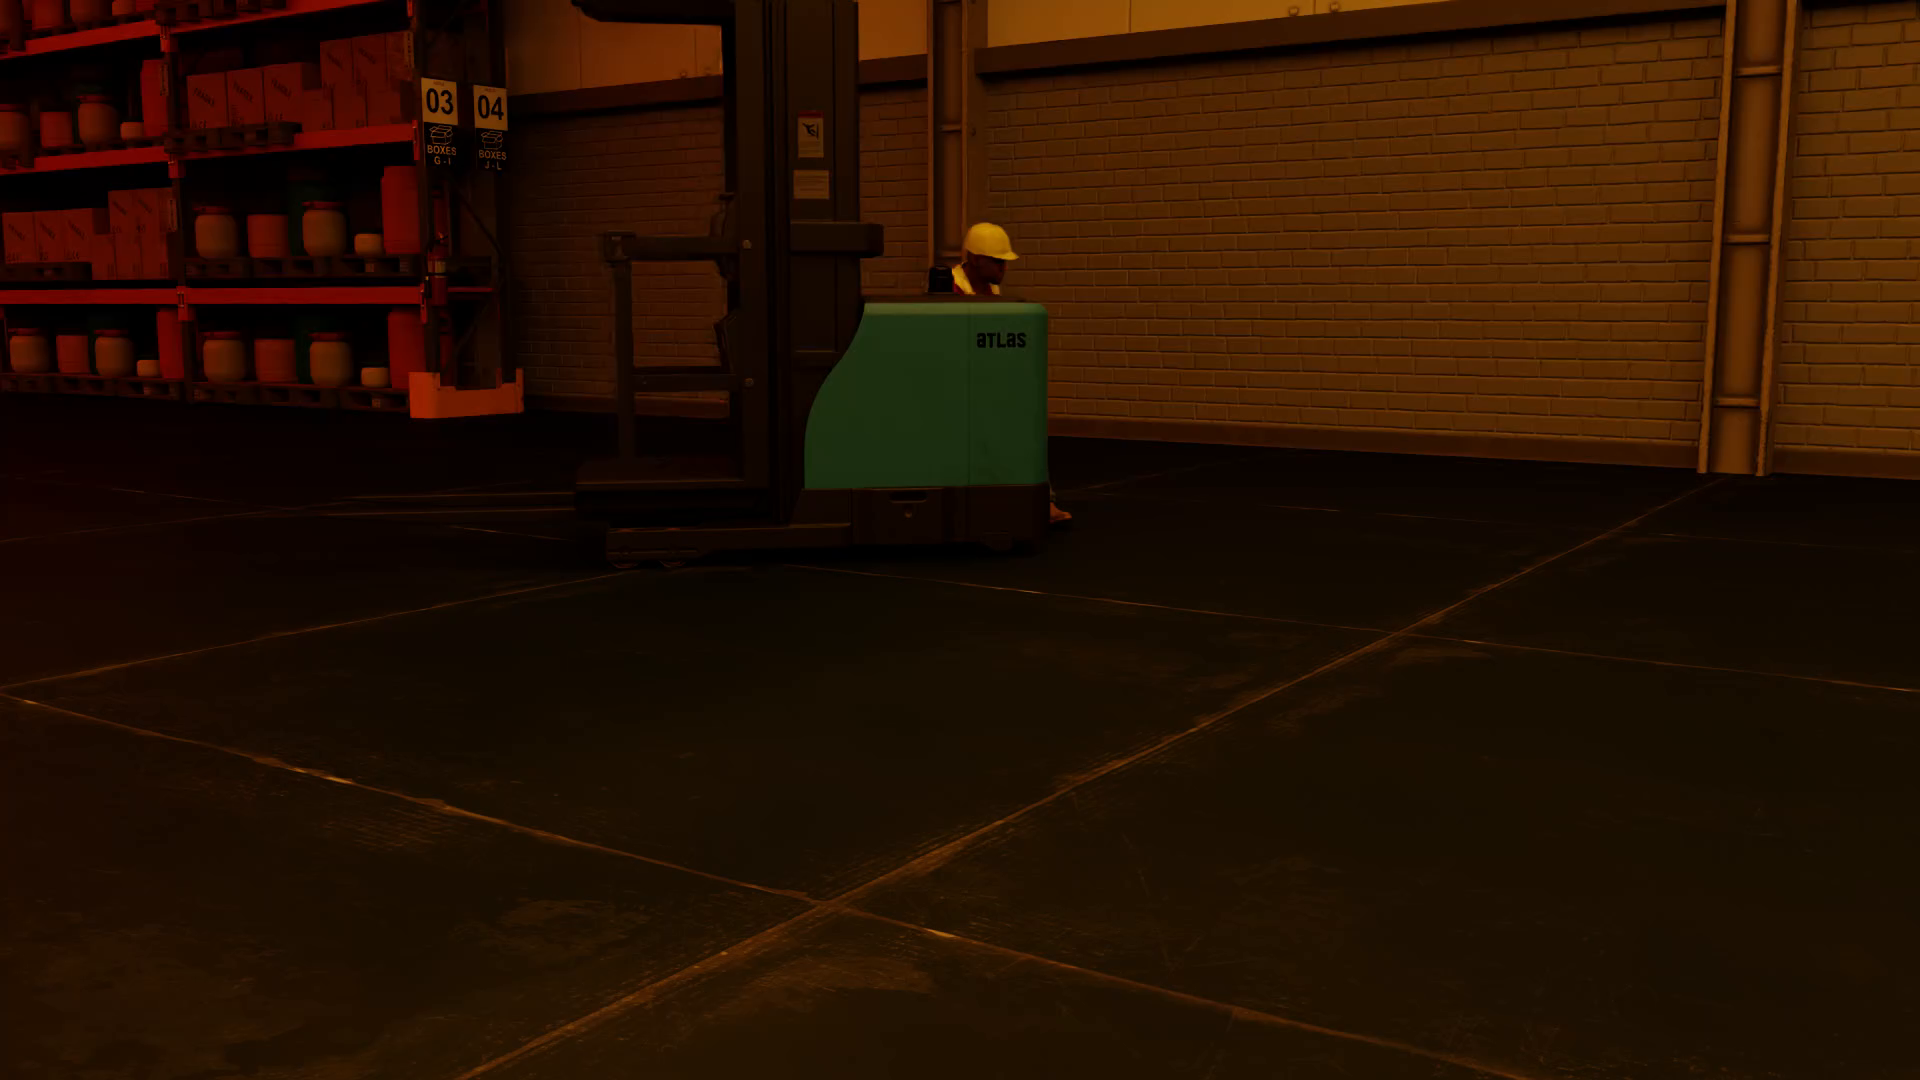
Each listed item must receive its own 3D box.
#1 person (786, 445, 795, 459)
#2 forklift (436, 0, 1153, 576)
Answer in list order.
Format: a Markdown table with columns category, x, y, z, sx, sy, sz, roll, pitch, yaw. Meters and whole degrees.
| category | x | y | z | sx | sy | sz | roll | pitch | yaw |
| --- | --- | --- | --- | --- | --- | --- | --- | --- | --- |
| person | -0.674 | -1.048 | 9.863 | 0.888 | 1.533 | 0.716 | 6 | 10 | 38 |
| forklift | -0.636 | -1.393 | 6.985 | 3.031 | 2.935 | 1.130 | -5 | 10 | -33 |
